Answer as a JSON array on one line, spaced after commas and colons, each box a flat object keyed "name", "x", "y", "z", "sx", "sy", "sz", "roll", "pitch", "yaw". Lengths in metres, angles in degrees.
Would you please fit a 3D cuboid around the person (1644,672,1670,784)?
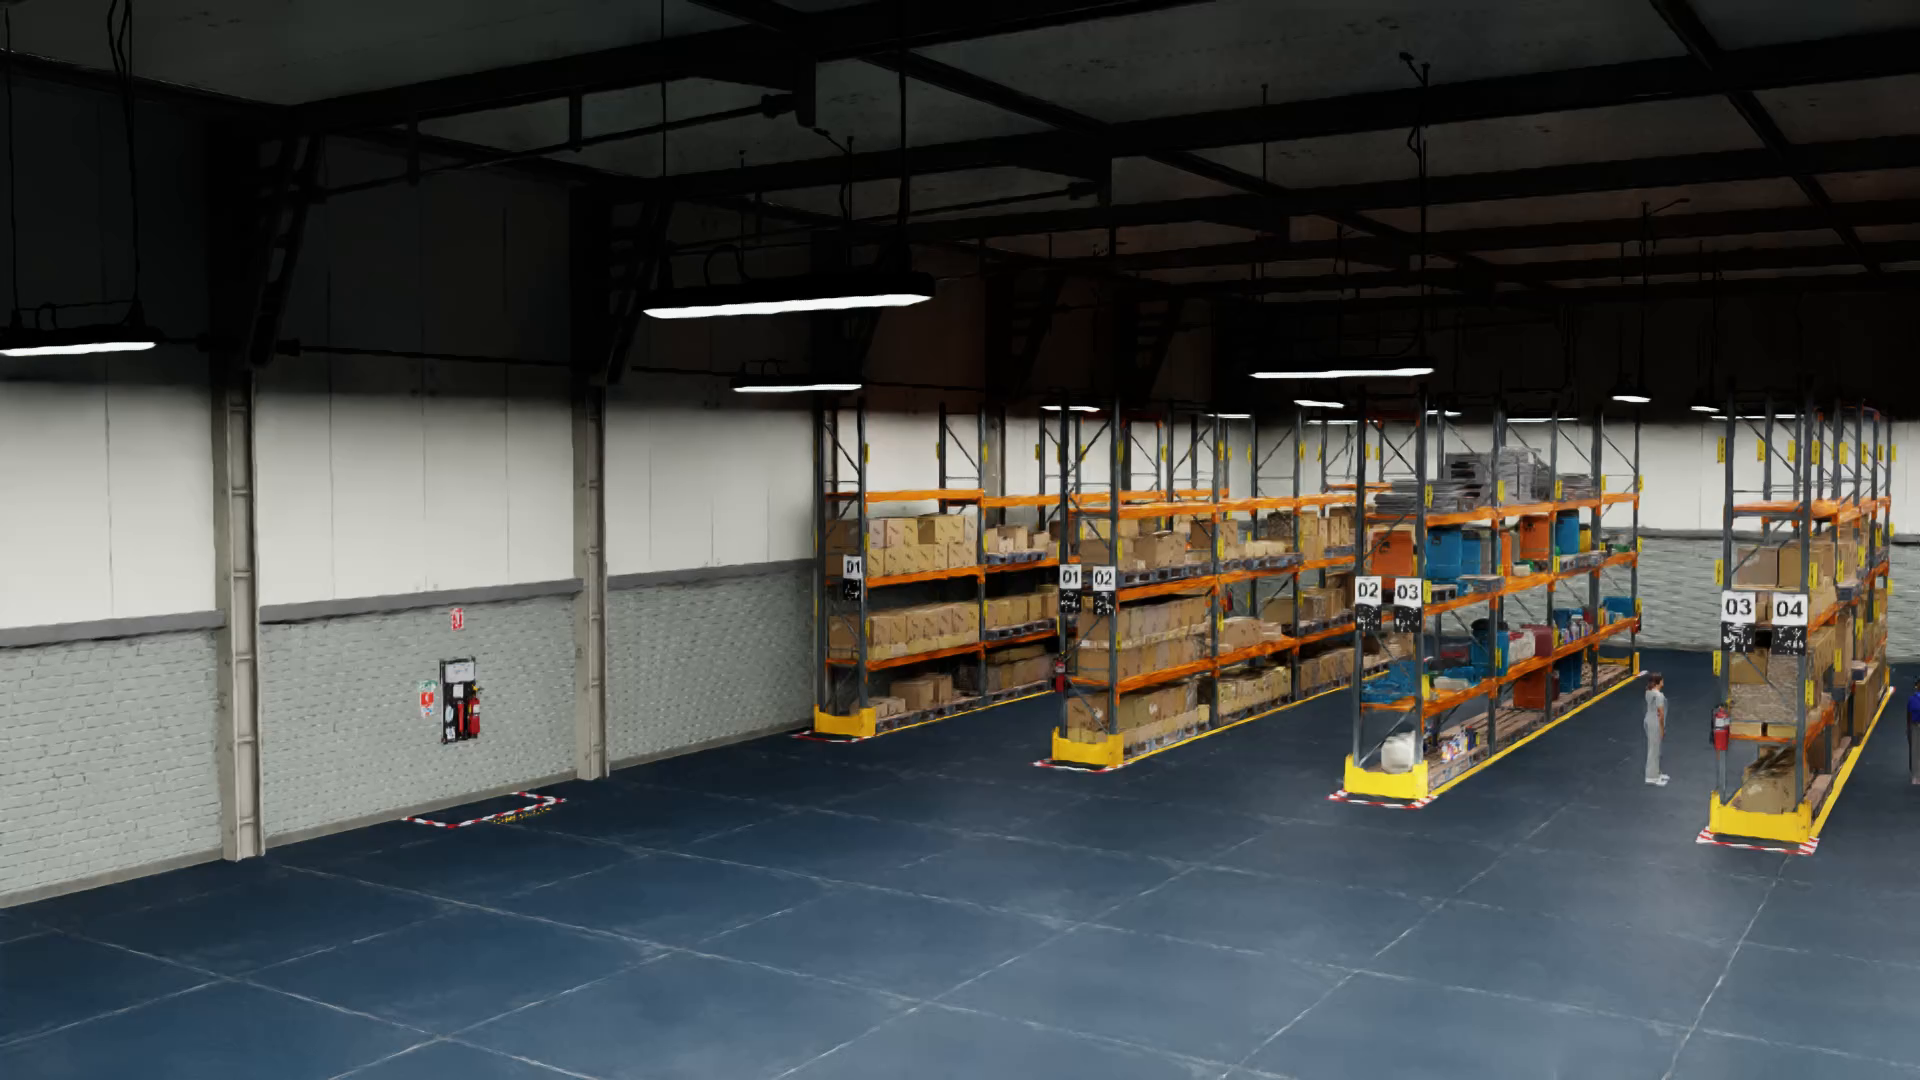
[{"name": "person", "x": 10.574, "y": 2.829, "z": 25.180, "sx": 0.441, "sy": 1.675, "sz": 0.496, "roll": 0, "pitch": 3, "yaw": 1}]

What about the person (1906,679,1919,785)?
[{"name": "person", "x": 14.549, "y": 2.877, "z": 25.111, "sx": 0.461, "sy": 1.596, "sz": 0.989, "roll": 2, "pitch": 3, "yaw": 31}]
